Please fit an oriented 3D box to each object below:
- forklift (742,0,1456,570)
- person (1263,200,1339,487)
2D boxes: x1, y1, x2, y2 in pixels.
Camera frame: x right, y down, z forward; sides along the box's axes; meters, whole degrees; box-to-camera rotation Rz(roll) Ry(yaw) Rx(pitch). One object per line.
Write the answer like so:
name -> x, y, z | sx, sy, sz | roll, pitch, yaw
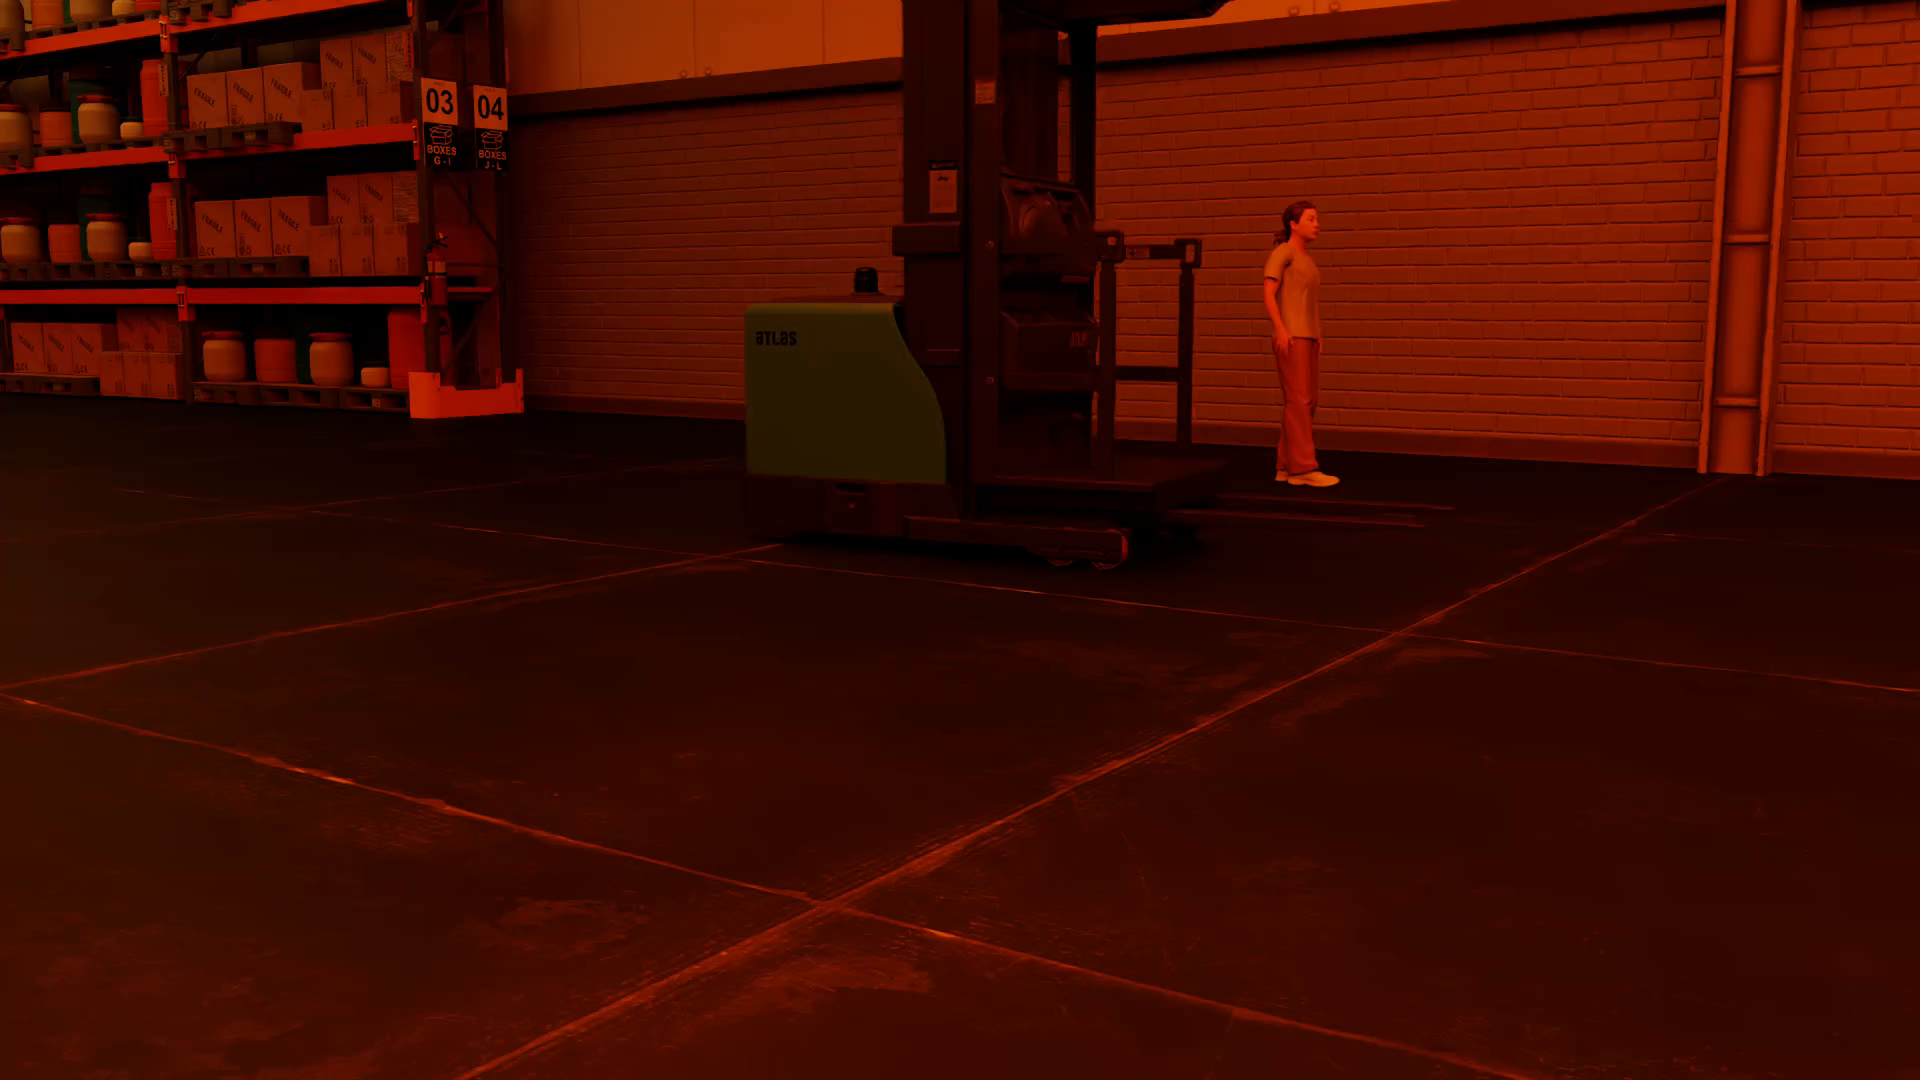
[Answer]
forklift -> 0.569, -1.415, 7.143 | 3.031, 2.935, 1.130 | 4, 9, 26
person -> 2.079, -1.172, 9.899 | 0.528, 1.677, 0.592 | 5, 9, 29
